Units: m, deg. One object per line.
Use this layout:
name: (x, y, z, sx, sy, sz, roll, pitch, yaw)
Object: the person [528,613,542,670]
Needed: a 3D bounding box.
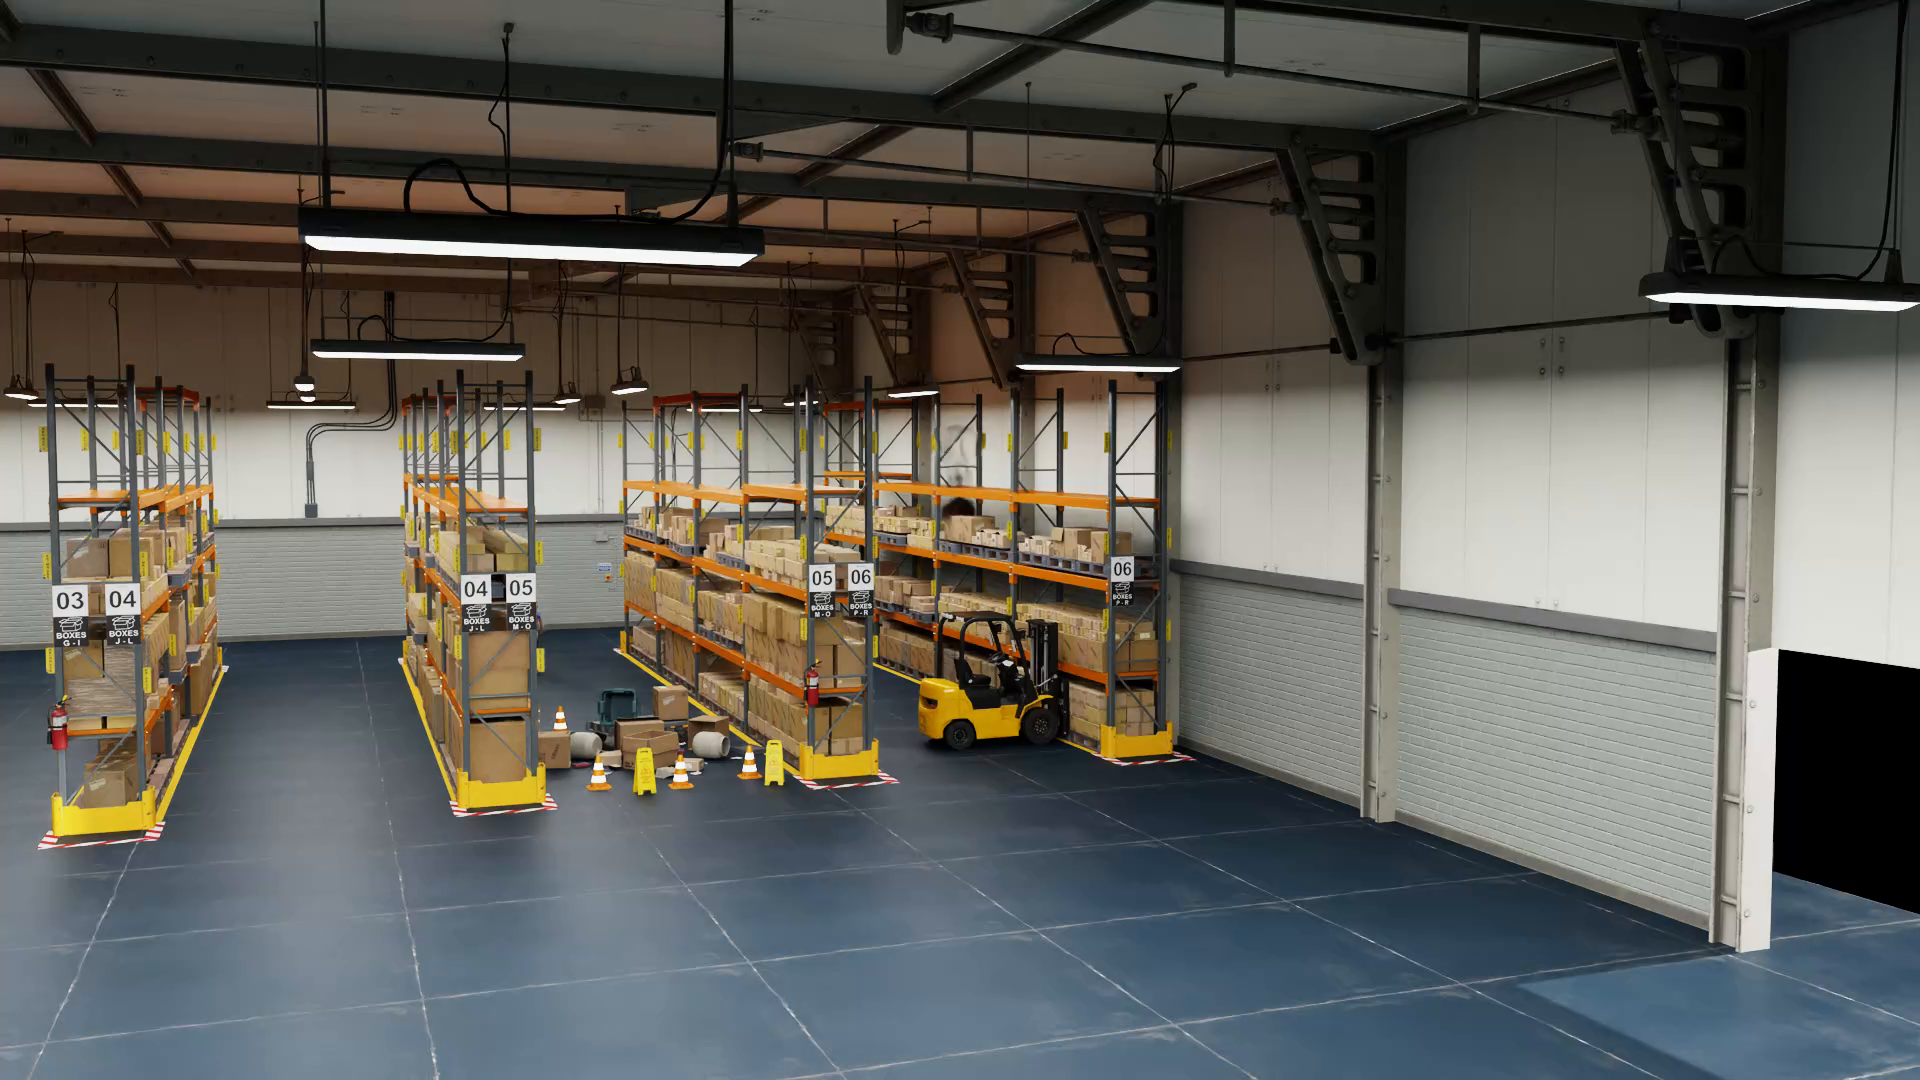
person: (-9.421, 2.160, 36.369, 0.577, 1.501, 1.027, -1, 4, -18)
